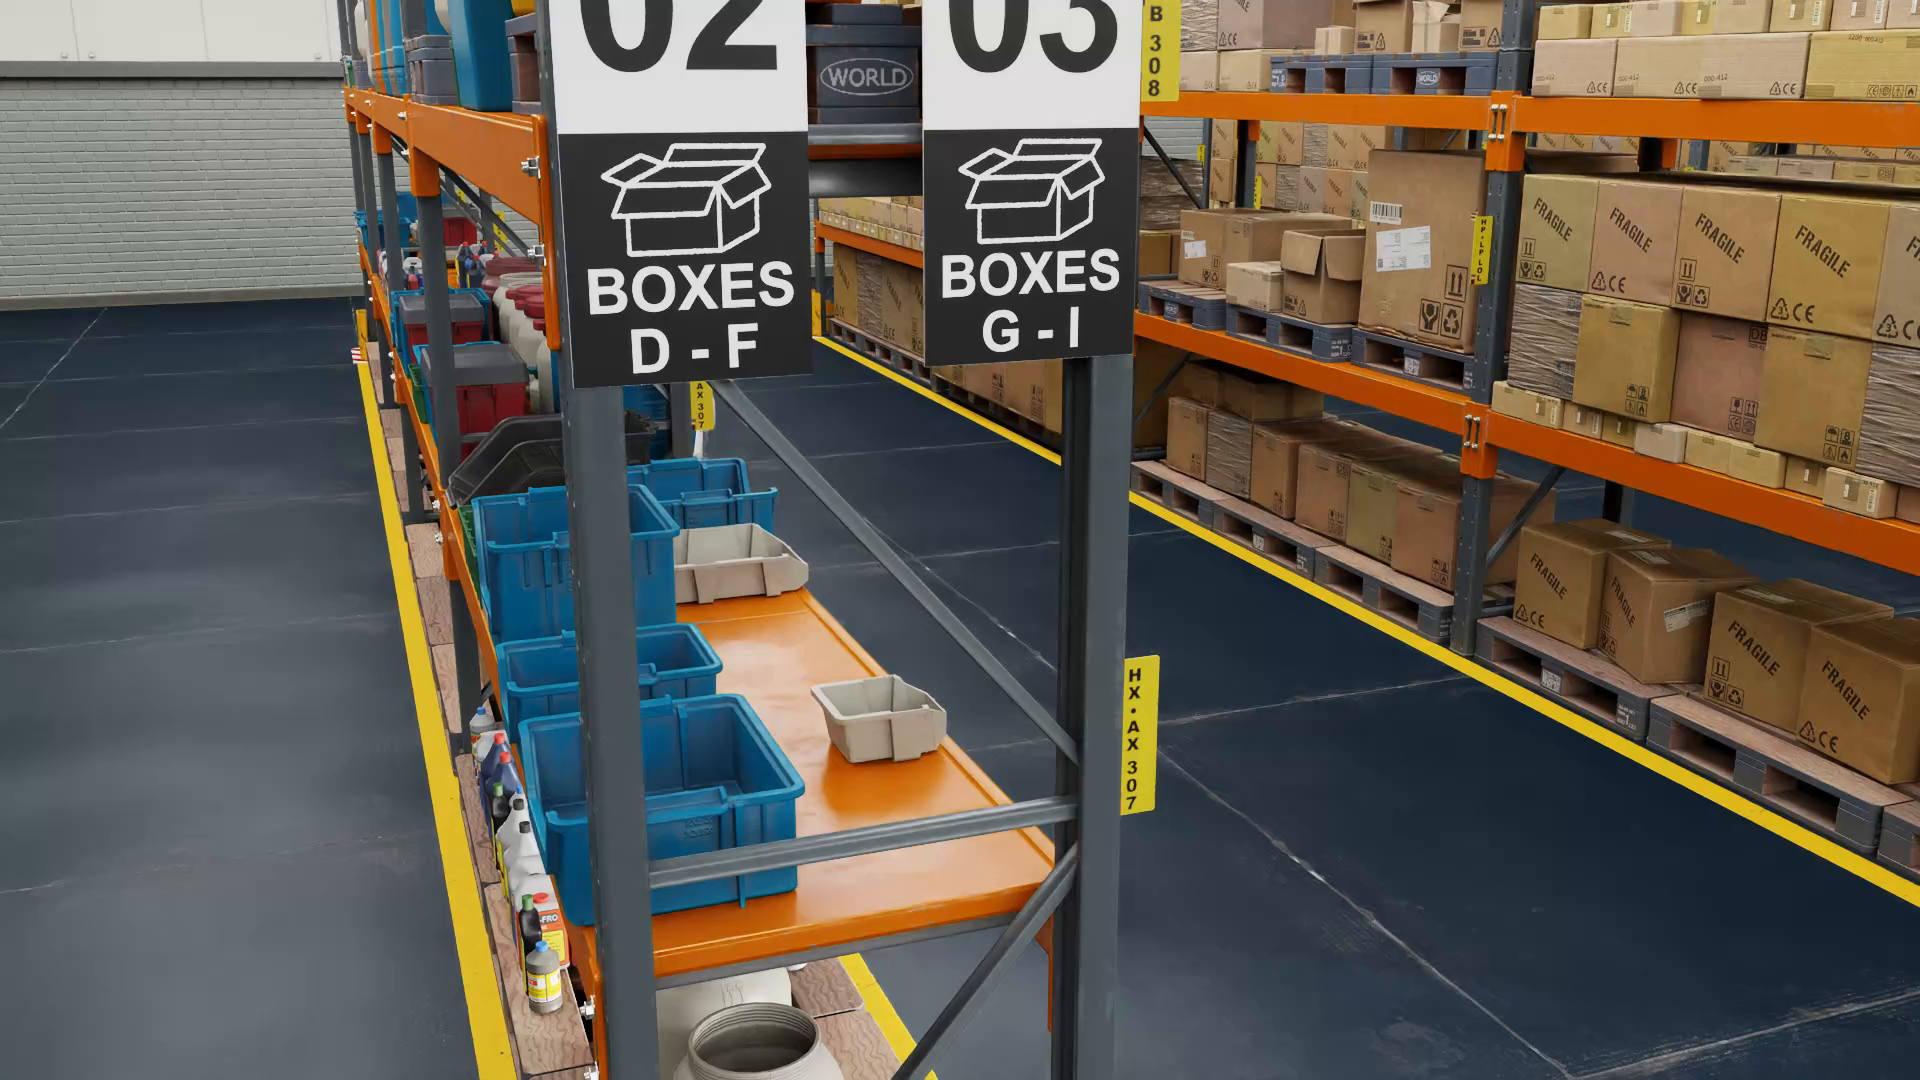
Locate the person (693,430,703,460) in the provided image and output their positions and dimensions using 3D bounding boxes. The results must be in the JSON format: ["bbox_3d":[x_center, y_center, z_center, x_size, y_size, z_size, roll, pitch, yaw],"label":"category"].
[{"bbox_3d":[-1.483,-0.168,8.005,0.734,1.706,0.617,-7,17,-24],"label":"person"}]
